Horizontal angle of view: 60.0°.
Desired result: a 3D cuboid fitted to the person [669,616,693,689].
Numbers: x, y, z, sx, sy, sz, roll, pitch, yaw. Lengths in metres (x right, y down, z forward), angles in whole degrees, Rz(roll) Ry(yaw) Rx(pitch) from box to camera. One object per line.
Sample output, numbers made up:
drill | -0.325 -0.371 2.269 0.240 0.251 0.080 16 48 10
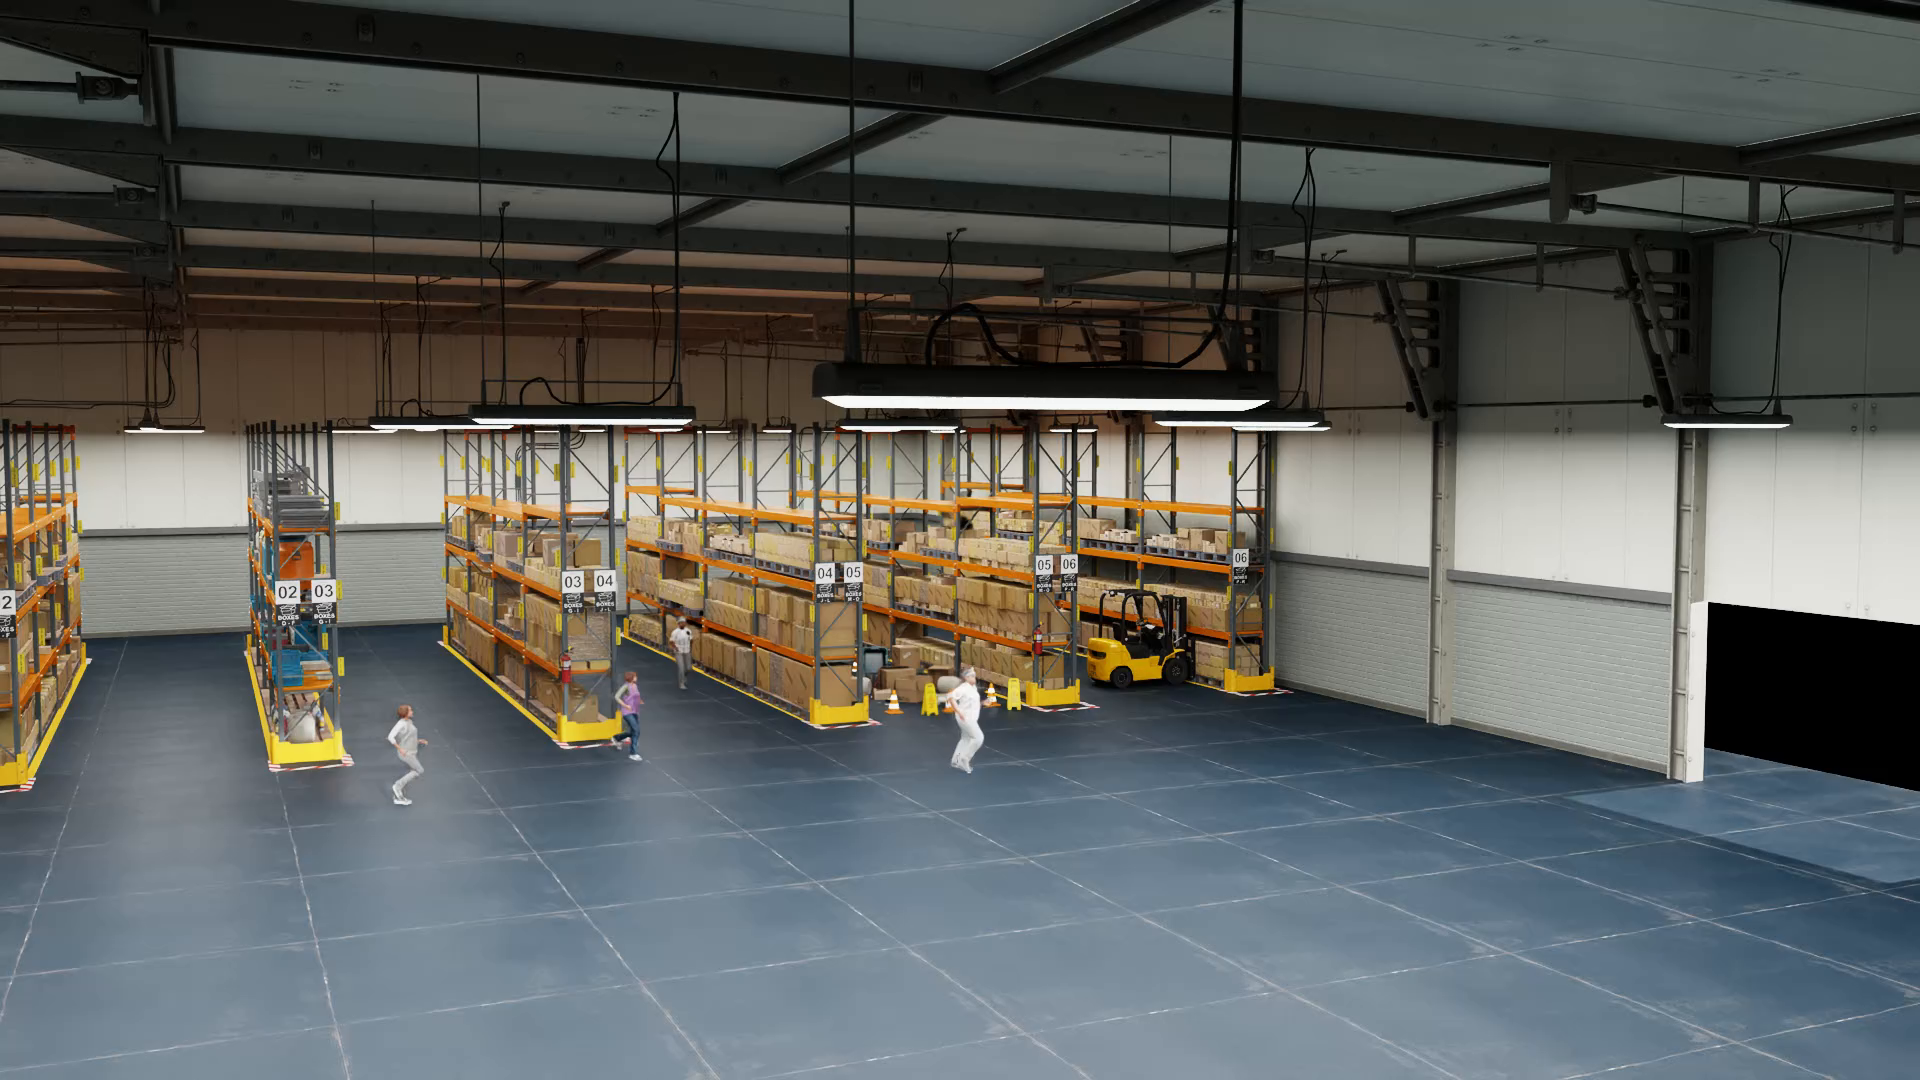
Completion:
person | -6.282 2.543 37.637 0.573 1.649 0.540 -2 4 -25

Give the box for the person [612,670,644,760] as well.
person | -5.905 3.111 29.688 0.740 1.571 0.582 1 4 17

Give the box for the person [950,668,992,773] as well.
person | 0.181 3.076 28.457 0.709 1.811 0.631 1 4 13

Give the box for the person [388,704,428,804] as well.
person | -8.542 3.324 25.804 0.549 1.559 0.522 0 4 -4

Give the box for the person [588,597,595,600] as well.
person | -10.687 1.946 47.568 0.761 1.627 0.499 1 4 20
